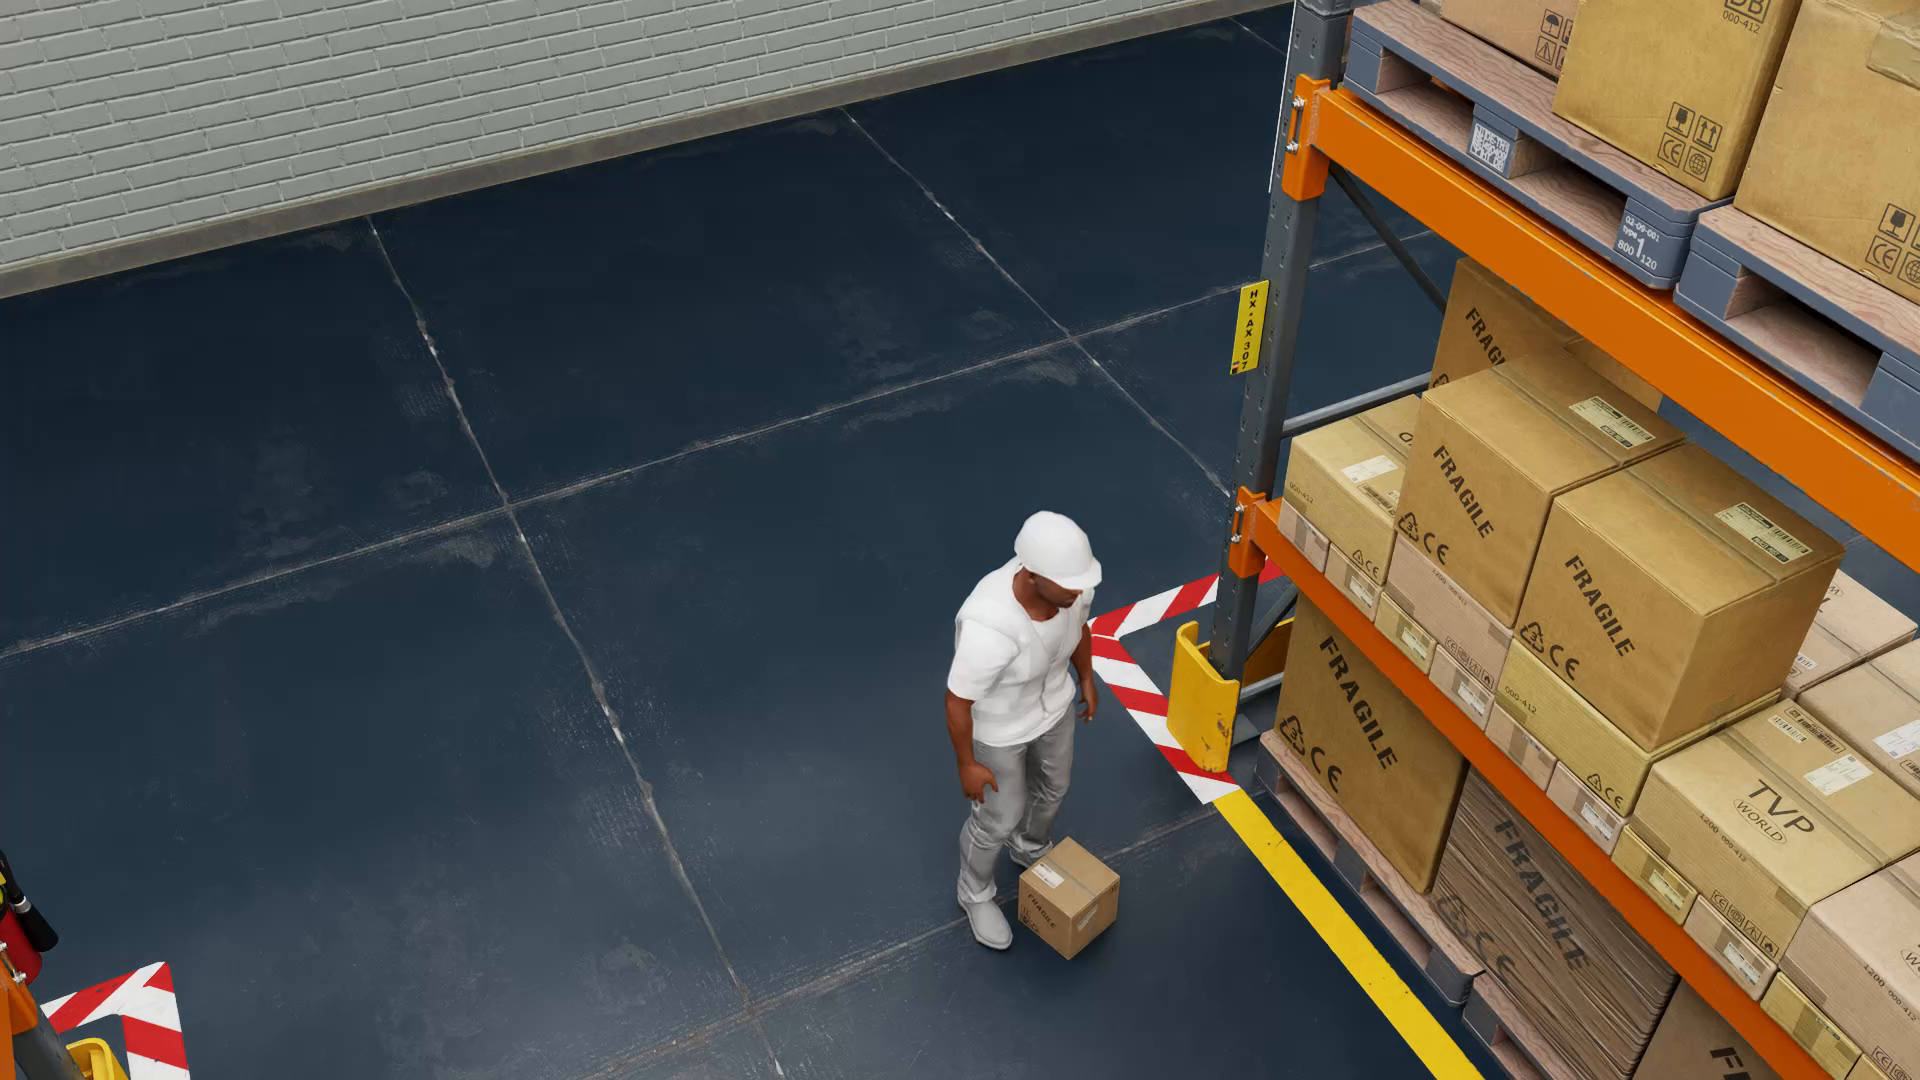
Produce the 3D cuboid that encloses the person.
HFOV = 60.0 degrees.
[{"bbox_3d":[0.219,0.590,5.468,0.637,1.757,0.461,-32,50,-32],"label":"person"}]
